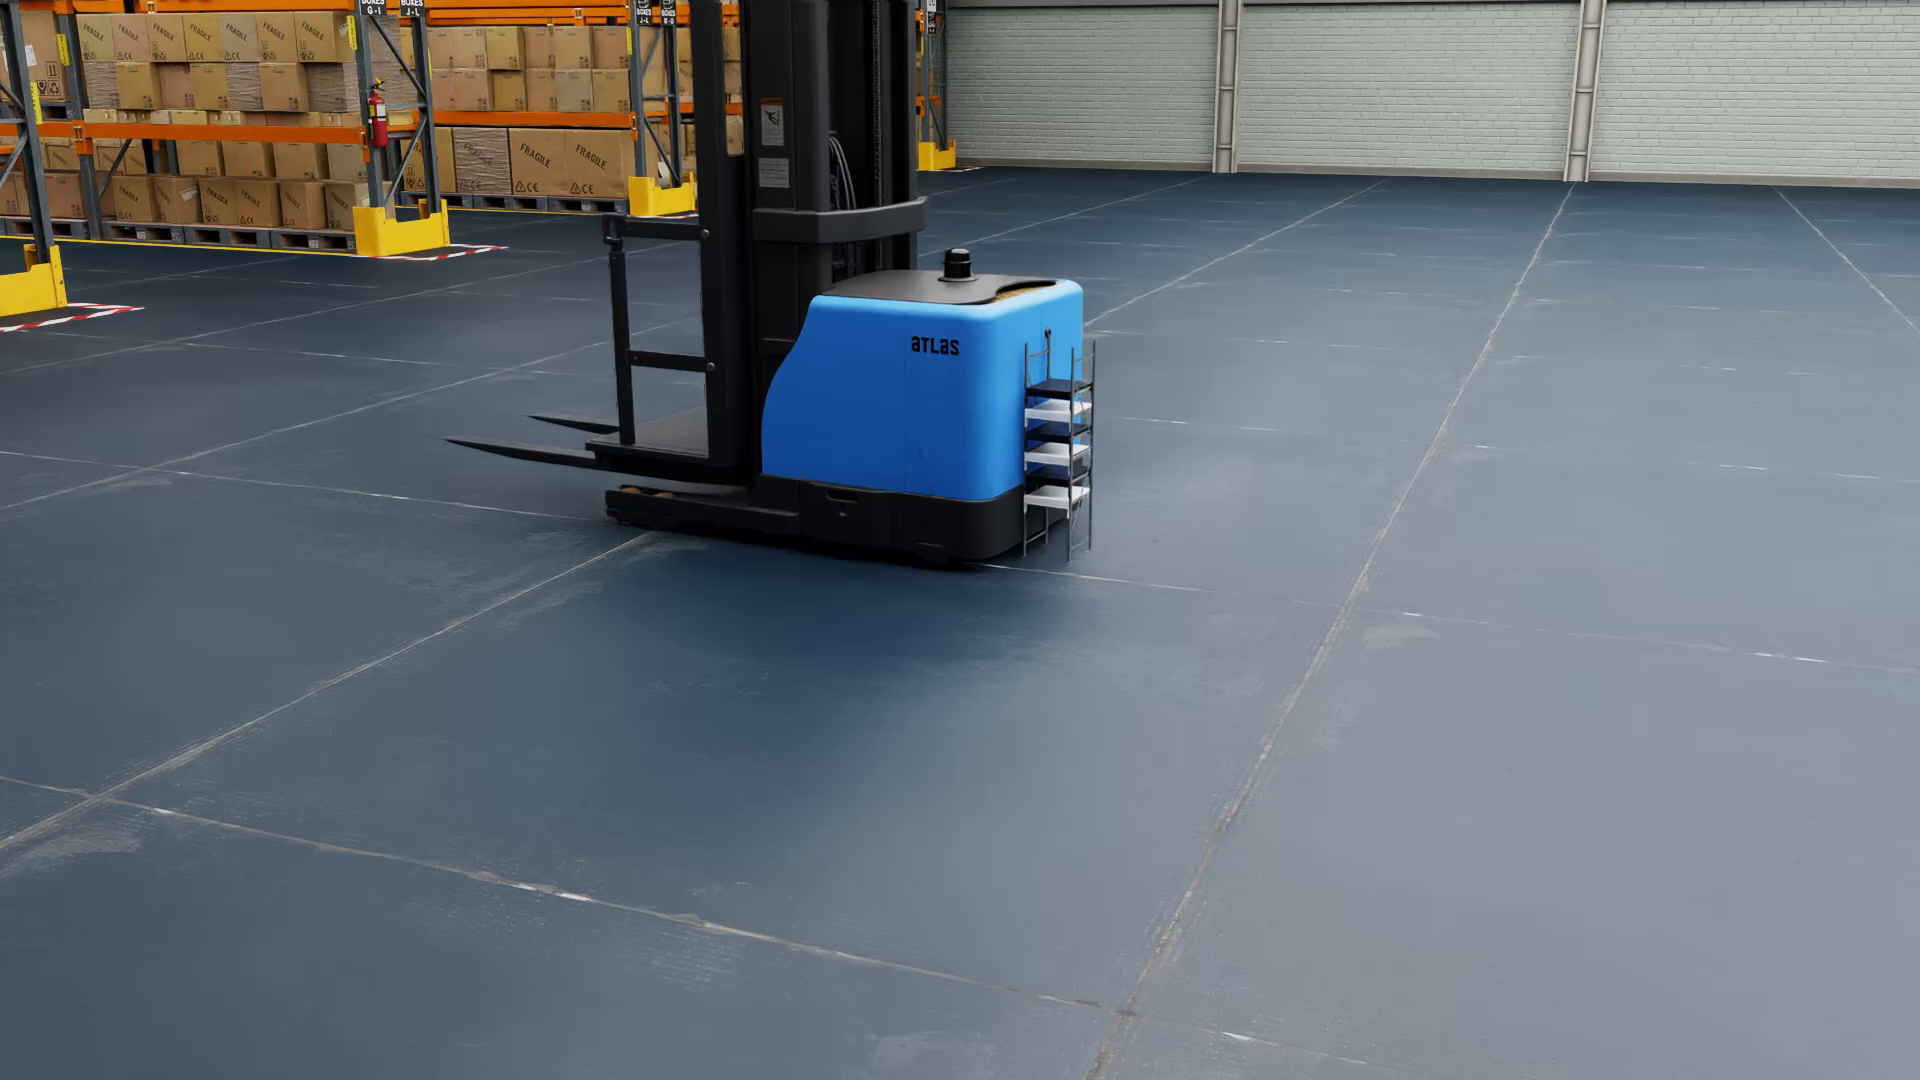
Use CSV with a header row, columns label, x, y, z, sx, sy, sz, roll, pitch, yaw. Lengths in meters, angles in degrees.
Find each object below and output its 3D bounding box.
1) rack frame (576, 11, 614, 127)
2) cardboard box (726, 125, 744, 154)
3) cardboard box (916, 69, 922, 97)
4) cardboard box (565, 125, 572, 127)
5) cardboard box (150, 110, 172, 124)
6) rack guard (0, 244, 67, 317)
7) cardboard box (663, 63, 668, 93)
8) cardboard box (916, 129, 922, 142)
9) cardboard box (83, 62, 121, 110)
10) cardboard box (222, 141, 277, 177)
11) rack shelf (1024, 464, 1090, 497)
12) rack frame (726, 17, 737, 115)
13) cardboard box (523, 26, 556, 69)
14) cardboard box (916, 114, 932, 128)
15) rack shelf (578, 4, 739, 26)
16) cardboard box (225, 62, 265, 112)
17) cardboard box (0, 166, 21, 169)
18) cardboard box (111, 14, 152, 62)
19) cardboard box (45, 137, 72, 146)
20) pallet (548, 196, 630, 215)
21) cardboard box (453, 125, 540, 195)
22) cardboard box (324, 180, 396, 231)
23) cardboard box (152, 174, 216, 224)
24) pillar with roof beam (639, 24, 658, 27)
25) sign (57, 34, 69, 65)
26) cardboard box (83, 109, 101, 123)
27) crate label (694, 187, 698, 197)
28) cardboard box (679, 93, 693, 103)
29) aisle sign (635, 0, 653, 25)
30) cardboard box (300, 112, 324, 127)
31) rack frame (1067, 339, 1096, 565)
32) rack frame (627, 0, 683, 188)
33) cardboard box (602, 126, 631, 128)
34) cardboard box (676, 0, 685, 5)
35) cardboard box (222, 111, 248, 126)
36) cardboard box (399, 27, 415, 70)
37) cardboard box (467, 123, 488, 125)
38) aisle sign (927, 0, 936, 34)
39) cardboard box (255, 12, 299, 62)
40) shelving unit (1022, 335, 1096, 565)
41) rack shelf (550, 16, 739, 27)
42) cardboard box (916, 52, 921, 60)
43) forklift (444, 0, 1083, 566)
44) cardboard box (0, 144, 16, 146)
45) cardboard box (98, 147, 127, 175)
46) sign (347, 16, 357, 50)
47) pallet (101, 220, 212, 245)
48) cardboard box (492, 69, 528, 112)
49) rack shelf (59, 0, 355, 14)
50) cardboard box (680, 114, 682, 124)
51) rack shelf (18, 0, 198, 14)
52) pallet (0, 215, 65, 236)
label,x,y,z,sx,sy,sz,roll,pitch,yaw
rack frame,-6.005,-7.539,27.761,0.127,3.000,1.000,6,17,21
cardboard box,-3.612,-6.438,26.802,0.500,0.500,0.500,7,18,23
cardboard box,-1.021,-8.447,30.712,0.500,0.500,0.500,6,17,19
cardboard box,-8.198,-8.353,34.295,0.500,0.500,0.500,7,18,23
cardboard box,-8.628,-4.641,18.230,0.250,0.149,0.380,6,17,21
rack guard,-7.826,-2.070,13.406,0.348,0.500,1.175,6,17,21
cardboard box,-4.760,-7.512,26.957,0.500,0.500,0.500,6,17,20
cardboard box,-1.034,-7.507,30.934,0.500,0.250,0.500,6,17,20
cardboard box,-9.245,-5.097,18.638,0.500,0.500,0.875,6,17,21
cardboard box,-10.100,-5.601,24.367,0.750,0.750,1.050,7,17,21
rack shelf,0.408,-0.253,6.872,0.200,0.077,0.258,8,18,26
rack frame,-4.187,-8.826,32.196,0.127,3.000,1.000,6,17,21
cardboard box,-5.354,-6.599,22.317,0.550,0.550,0.875,6,17,21
cardboard box,-0.844,-7.877,31.311,0.500,0.250,0.500,6,17,20
rack shelf,-4.145,-8.429,26.738,4.000,0.370,1.077,6,17,21
cardboard box,-7.380,-4.896,17.945,0.500,0.500,0.875,6,17,21
cardboard box,-11.681,-4.215,20.008,0.500,0.500,0.700,8,18,25
cardboard box,-8.850,-5.477,18.152,0.500,0.500,0.500,6,17,21
cardboard box,-13.610,-6.173,25.442,0.500,0.250,0.500,7,18,23
pallet,-4.779,-4.558,22.494,1.213,0.211,1.003,6,17,21
cardboard box,-6.328,-5.252,22.942,0.875,0.875,0.875,6,17,21
cardboard box,-6.495,-3.629,18.023,0.500,0.500,0.500,10,19,31
cardboard box,-8.748,-3.862,18.826,0.500,0.500,0.500,13,21,38
pillar with roof beam,-7.945,-11.100,29.269,0.400,9.000,9.100,6,17,21
sign,-9.842,-5.380,18.249,0.005,0.325,0.100,6,17,21
cardboard box,-9.552,-4.748,18.598,0.250,0.149,0.380,6,17,21
crate label,-4.003,-5.206,24.860,0.298,0.136,0.250,-2,16,-8
cardboard box,-4.399,-7.151,26.875,0.250,0.149,0.380,6,17,20
aisle sign,-4.051,-6.999,21.238,0.004,0.787,0.394,6,17,21
cardboard box,-6.745,-4.452,17.580,0.250,0.149,0.380,6,17,21
rack frame,0.498,-0.358,6.793,0.006,0.900,0.240,8,18,26
rack frame,-4.006,-5.835,21.893,0.127,3.000,1.000,6,17,21
cardboard box,-5.555,-6.649,27.532,0.500,0.500,0.500,7,18,23
cardboard box,-4.369,-8.605,26.503,0.250,0.149,0.380,6,17,21
cardboard box,-7.695,-4.540,17.884,0.250,0.149,0.380,6,17,21
cardboard box,-7.397,-6.788,22.971,0.550,0.550,0.875,6,17,21
cardboard box,-9.820,-8.379,34.387,0.500,0.500,0.500,6,17,19
aisle sign,-0.513,-9.583,30.139,0.004,0.787,0.394,6,17,21
cardboard box,-6.990,-5.272,17.447,0.500,0.500,0.500,6,17,21
shelving unit,0.408,-0.371,6.838,0.210,0.900,0.258,8,18,26
rack shelf,-6.048,-10.126,32.583,4.000,0.370,1.077,6,17,21
cardboard box,-0.877,-8.901,30.579,0.250,0.149,0.380,6,17,21
forklift,-1.004,-1.572,7.333,3.031,2.935,1.130,8,18,26
cardboard box,-14.579,-5.920,25.914,0.500,0.500,0.500,7,18,23
cardboard box,-12.638,-5.708,25.187,0.500,0.500,0.500,7,18,23
sign,-6.143,-5.125,16.804,0.005,0.325,0.100,6,17,21
pallet,-9.004,-3.570,19.091,1.213,0.211,1.003,6,17,21
cardboard box,-5.871,-6.117,22.596,0.500,0.550,0.875,6,17,21
rack shelf,-7.781,-5.859,17.885,4.000,0.370,1.077,6,17,21
cardboard box,-4.731,-6.854,27.072,0.250,0.149,0.380,7,18,24
rack shelf,-13.309,-7.953,25.099,4.000,0.370,1.077,6,17,21
pallet,-11.505,-3.833,19.998,1.213,0.211,1.003,6,17,21
